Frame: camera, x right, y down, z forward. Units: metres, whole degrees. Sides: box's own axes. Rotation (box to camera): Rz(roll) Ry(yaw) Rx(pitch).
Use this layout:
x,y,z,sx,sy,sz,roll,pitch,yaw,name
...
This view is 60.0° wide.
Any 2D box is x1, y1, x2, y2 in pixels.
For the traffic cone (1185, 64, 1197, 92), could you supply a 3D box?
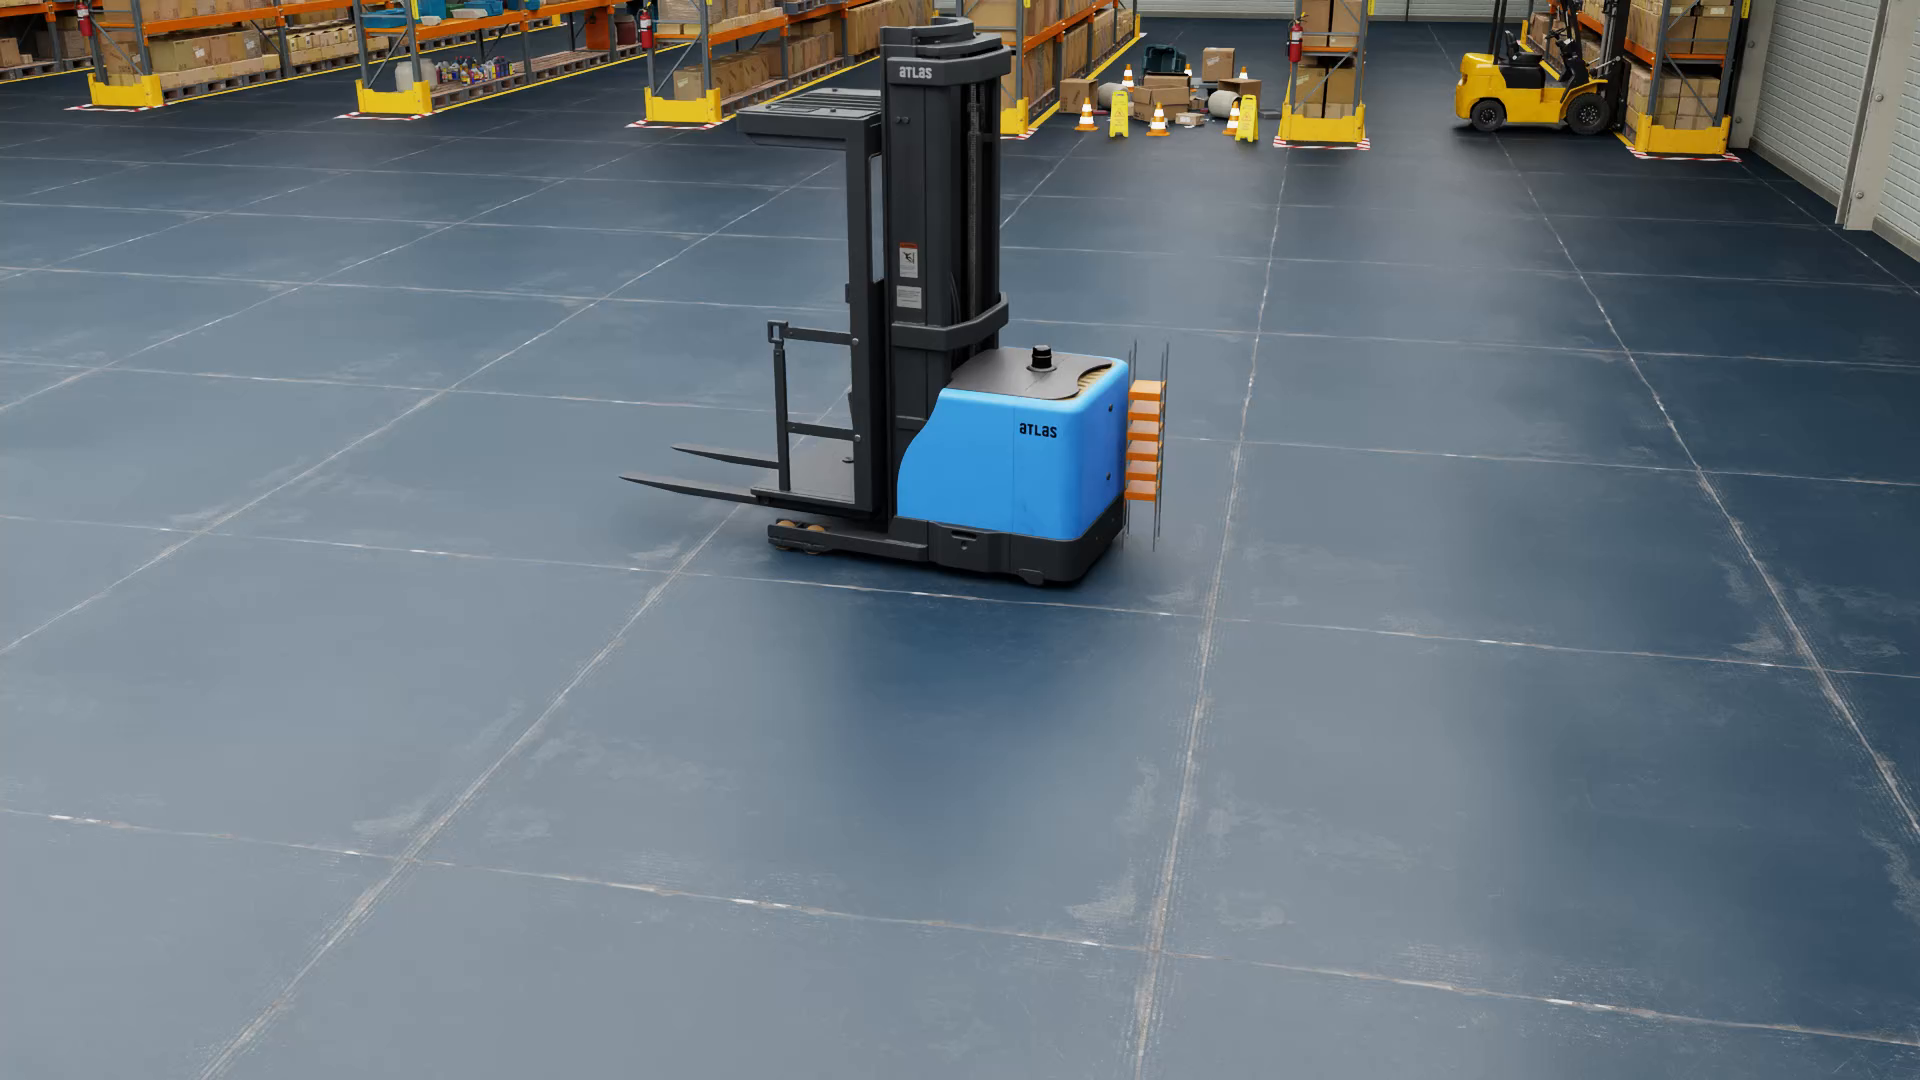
x,y,z,sx,sy,sz,roll,pitch,yaw,name
4.087,-8.299,29.841,0.336,0.463,0.334,4,22,11,traffic cone

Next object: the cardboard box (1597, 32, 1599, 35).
x,y,z,sx,sy,sz,roll,pitch,yaw,name
12.417,-9.706,31.854,0.380,0.149,0.250,4,22,10,cardboard box

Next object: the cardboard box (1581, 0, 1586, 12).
x,y,z,sx,sy,sz,roll,pitch,yaw,name
11.471,-9.606,29.891,0.500,0.250,0.500,5,22,11,cardboard box

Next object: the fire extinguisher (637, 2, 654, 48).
x,y,z,sx,sy,sz,roll,pitch,yaw,name
-4.868,-7.983,25.764,0.296,0.674,0.183,4,22,11,fire extinguisher

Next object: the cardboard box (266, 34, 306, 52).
x,y,z,sx,sy,sz,roll,pitch,yaw,name
-12.946,-9.557,31.936,0.500,0.311,0.500,5,22,11,cardboard box

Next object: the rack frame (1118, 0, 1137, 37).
x,y,z,sx,sy,sz,roll,pitch,yaw,name
3.706,-13.462,39.265,1.000,3.000,0.127,4,22,11,rack frame

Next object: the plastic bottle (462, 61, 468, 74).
x,y,z,sx,sy,sz,roll,pitch,yaw,name
-8.908,-8.479,29.955,0.097,0.271,0.097,0,22,0,plastic bottle

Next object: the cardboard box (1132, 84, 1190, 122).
x,y,z,sx,sy,sz,roll,pitch,yaw,name
3.188,-6.948,26.431,0.797,0.503,0.637,-11,25,-26,cardboard box

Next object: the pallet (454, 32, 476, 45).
x,y,z,sx,sy,sz,roll,pitch,yaw,name
-11.771,-11.577,38.317,1.003,0.211,1.213,4,22,11,pallet

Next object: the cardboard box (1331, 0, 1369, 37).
x,y,z,sx,sy,sz,roll,pitch,yaw,name
5.676,-7.607,24.194,0.500,0.500,0.500,4,22,10,cardboard box

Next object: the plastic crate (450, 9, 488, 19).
x,y,z,sx,sy,sz,roll,pitch,yaw,name
-8.509,-9.131,28.863,0.530,0.136,0.437,4,22,11,plastic crate

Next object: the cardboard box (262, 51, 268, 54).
x,y,z,sx,sy,sz,roll,pitch,yaw,name
-13.474,-9.338,32.144,0.500,0.250,0.500,4,22,10,cardboard box

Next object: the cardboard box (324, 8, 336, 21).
x,y,z,sx,sy,sz,roll,pitch,yaw,name
-16.027,-13.219,41.446,0.700,0.500,0.500,5,22,12,cardboard box

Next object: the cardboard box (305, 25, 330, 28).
x,y,z,sx,sy,sz,roll,pitch,yaw,name
-13.058,-10.339,33.879,0.500,0.311,0.500,4,22,9,cardboard box

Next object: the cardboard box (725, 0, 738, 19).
x,y,z,sx,sy,sz,roll,pitch,yaw,name
-4.125,-8.781,27.109,0.875,0.500,0.500,4,22,11,cardboard box

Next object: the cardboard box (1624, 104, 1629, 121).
x,y,z,sx,sy,sz,roll,pitch,yaw,name
10.176,-6.372,24.779,0.500,0.250,0.500,5,22,11,cardboard box

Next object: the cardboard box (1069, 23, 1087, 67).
x,y,z,sx,sy,sz,roll,pitch,yaw,name
1.862,-9.472,31.807,1.050,0.750,0.750,4,22,10,cardboard box

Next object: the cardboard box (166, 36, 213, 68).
x,y,z,sx,sy,sz,roll,pitch,yaw,name
-13.574,-8.596,29.296,0.500,0.500,0.500,4,22,11,cardboard box

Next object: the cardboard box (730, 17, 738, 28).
x,y,z,sx,sy,sz,roll,pitch,yaw,name
-3.853,-8.453,27.164,0.380,0.149,0.250,4,22,11,cardboard box

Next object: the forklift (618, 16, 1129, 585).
x,y,z,sx,sy,sz,roll,pitch,yaw,name
-0.579,-1.448,9.525,3.031,2.935,1.130,9,24,20,forklift

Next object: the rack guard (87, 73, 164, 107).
x,y,z,sx,sy,sz,roll,pitch,yaw,name
-14.095,-7.614,28.090,1.175,0.500,0.348,4,22,11,rack guard

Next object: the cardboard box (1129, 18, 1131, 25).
x,y,z,sx,sy,sz,roll,pitch,yaw,name
3.774,-12.068,38.658,0.380,0.149,0.250,4,22,9,cardboard box

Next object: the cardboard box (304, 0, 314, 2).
x,y,z,sx,sy,sz,roll,pitch,yaw,name
-12.994,-10.764,32.431,0.500,0.500,0.500,6,23,15,cardboard box

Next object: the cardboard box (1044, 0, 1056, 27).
x,y,z,sx,sy,sz,roll,pitch,yaw,name
1.104,-8.805,27.499,0.875,0.550,0.550,4,22,11,cardboard box

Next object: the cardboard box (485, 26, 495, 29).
x,y,z,sx,sy,sz,roll,pitch,yaw,name
-11.344,-12.265,39.302,0.500,0.311,0.500,4,22,11,cardboard box

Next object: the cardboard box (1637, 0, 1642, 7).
x,y,z,sx,sy,sz,roll,pitch,yaw,name
10.327,-8.043,24.807,0.380,0.149,0.250,4,22,10,cardboard box

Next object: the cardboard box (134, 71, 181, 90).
x,y,z,sx,sy,sz,roll,pitch,yaw,name
-13.763,-7.881,28.525,0.500,0.250,0.500,4,22,11,cardboard box

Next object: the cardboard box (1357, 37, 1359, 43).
x,y,z,sx,sy,sz,roll,pitch,yaw,name
5.751,-7.447,24.665,0.380,0.149,0.250,4,22,9,cardboard box

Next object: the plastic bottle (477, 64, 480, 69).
x,y,z,sx,sy,sz,roll,pitch,yaw,name
-8.522,-8.313,29.528,0.061,0.283,0.133,4,22,11,plastic bottle

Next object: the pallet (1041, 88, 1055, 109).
x,y,z,sx,sy,sz,roll,pitch,yaw,name
1.026,-7.508,28.214,1.003,0.211,1.213,4,22,11,pallet

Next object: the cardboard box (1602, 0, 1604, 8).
x,y,z,sx,sy,sz,roll,pitch,yaw,name
10.932,-8.906,27.484,0.500,0.250,0.500,4,22,10,cardboard box

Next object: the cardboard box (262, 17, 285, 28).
x,y,z,sx,sy,sz,roll,pitch,yaw,name
-16.498,-12.497,39.185,0.750,0.750,0.750,5,22,12,cardboard box

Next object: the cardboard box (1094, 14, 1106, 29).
x,y,z,sx,sy,sz,roll,pitch,yaw,name
2.669,-10.519,33.737,0.500,0.250,0.500,5,22,11,cardboard box

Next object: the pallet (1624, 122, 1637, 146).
x,y,z,sx,sy,sz,roll,pitch,yaw,name
10.283,-5.883,24.178,1.003,0.211,1.213,4,22,11,pallet

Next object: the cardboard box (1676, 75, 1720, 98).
x,y,z,sx,sy,sz,roll,pitch,yaw,name
10.451,-6.438,23.604,0.500,0.250,0.500,4,22,10,cardboard box

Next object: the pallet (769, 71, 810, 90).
x,y,z,sx,sy,sz,roll,pitch,yaw,name
-3.420,-8.480,30.627,1.003,0.211,1.213,4,22,11,pallet

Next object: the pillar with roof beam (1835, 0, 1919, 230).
x,y,z,sx,sy,sz,roll,pitch,yaw,name
5.754,-7.996,17.662,9.100,9.000,0.400,4,22,11,pillar with roof beam

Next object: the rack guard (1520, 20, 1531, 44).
x,y,z,sx,sy,sz,roll,pitch,yaw,name
13.417,-11.558,37.882,1.175,0.500,0.348,4,22,11,rack guard

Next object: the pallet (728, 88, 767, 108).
x,y,z,sx,sy,sz,roll,pitch,yaw,name
-3.926,-7.499,28.192,1.003,0.211,1.213,4,22,11,pallet

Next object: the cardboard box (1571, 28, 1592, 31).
x,y,z,sx,sy,sz,roll,pitch,yaw,name
11.924,-9.735,31.925,0.380,0.149,0.250,4,22,10,cardboard box

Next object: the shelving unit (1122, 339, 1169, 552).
x,y,z,sx,sy,sz,roll,pitch,yaw,name
1.065,-0.536,9.579,0.189,1.200,0.258,5,23,13,shelving unit

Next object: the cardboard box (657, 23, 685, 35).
x,y,z,sx,sy,sz,roll,pitch,yaw,name
-4.537,-8.029,26.111,0.380,0.149,0.250,4,22,11,cardboard box

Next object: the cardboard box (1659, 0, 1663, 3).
x,y,z,sx,sy,sz,roll,pitch,yaw,name
10.055,-7.618,23.354,0.380,0.149,0.250,4,22,11,cardboard box

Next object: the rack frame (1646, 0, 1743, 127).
x,y,z,sx,sy,sz,roll,pitch,yaw,name
10.168,-6.893,22.955,1.000,3.000,0.127,4,22,11,rack frame

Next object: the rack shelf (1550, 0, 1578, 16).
x,y,z,sx,sy,sz,roll,pitch,yaw,name
12.209,-10.217,32.170,1.077,0.370,4.000,4,22,11,rack shelf

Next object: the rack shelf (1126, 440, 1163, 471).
x,y,z,sx,sy,sz,roll,pitch,yaw,name
1.065,-0.495,9.596,0.180,0.103,0.258,5,23,13,rack shelf

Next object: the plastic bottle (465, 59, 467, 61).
x,y,z,sx,sy,sz,roll,pitch,yaw,name
-8.959,-8.604,30.258,0.152,0.276,0.135,5,23,13,plastic bottle

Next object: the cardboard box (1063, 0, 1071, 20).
x,y,z,sx,sy,sz,roll,pitch,yaw,name
1.629,-9.292,28.776,0.500,0.500,0.500,5,22,12,cardboard box

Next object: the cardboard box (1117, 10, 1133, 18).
x,y,z,sx,sy,sz,roll,pitch,yaw,name
3.810,-12.206,38.603,0.380,0.149,0.250,4,22,10,cardboard box

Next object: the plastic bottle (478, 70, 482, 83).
x,y,z,sx,sy,sz,roll,pitch,yaw,name
-8.457,-8.147,29.224,0.097,0.201,0.097,0,22,0,plastic bottle

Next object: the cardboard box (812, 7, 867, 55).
x,y,z,sx,sy,sz,roll,pitch,yaw,name
-2.600,-10.412,33.972,1.225,0.875,0.875,3,22,8,cardboard box

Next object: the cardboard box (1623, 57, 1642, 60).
x,y,z,sx,sy,sz,roll,pitch,yaw,name
10.464,-7.400,25.993,0.500,0.250,0.500,4,22,11,cardboard box

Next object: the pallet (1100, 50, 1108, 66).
x,y,z,sx,sy,sz,roll,pitch,yaw,name
2.486,-9.974,34.335,1.003,0.211,1.213,4,22,11,pallet

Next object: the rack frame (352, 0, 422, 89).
x,y,z,sx,sy,sz,roll,pitch,yaw,name
-9.242,-8.403,26.704,1.000,3.000,0.127,4,22,11,rack frame

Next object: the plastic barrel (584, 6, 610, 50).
x,y,z,sx,sy,sz,roll,pitch,yaw,name
-7.527,-10.698,34.743,0.600,0.830,0.708,4,22,11,plastic barrel
